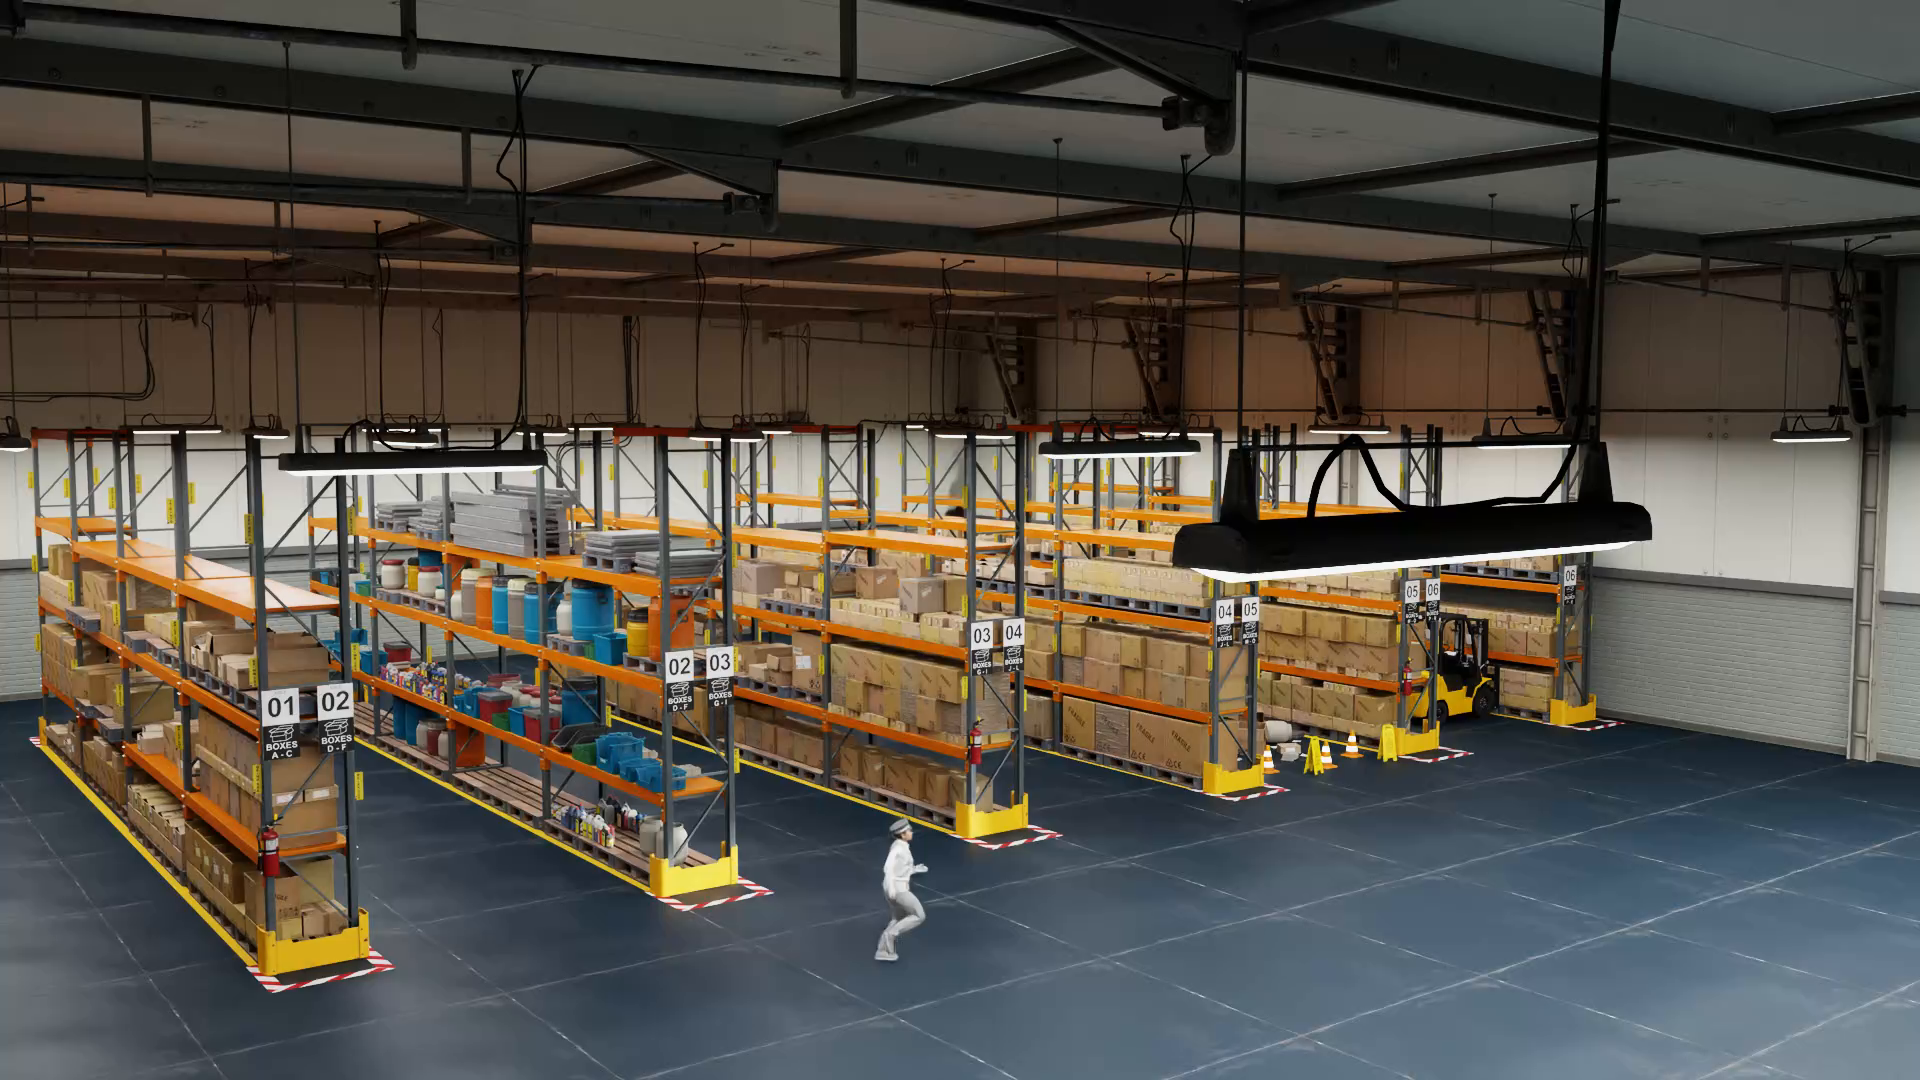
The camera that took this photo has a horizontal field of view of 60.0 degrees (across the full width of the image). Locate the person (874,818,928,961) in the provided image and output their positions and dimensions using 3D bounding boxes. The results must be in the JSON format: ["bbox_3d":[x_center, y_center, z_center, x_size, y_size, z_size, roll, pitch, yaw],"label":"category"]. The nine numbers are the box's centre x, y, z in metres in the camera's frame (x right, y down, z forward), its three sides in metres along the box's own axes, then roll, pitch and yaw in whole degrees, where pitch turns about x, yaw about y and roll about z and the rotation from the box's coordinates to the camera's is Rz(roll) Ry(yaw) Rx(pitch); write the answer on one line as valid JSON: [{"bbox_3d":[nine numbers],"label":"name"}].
[{"bbox_3d":[-0.675,4.002,19.060,0.636,1.630,0.606,-1,5,-13],"label":"person"}]

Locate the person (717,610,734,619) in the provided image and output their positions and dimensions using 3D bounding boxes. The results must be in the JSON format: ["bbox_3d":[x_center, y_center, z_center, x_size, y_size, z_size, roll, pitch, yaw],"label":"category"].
[{"bbox_3d":[-5.850,2.291,41.139,0.581,1.687,0.699,2,5,20],"label":"person"}]

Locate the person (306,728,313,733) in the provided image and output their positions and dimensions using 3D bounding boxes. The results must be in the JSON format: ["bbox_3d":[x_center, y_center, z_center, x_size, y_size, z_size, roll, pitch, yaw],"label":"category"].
[{"bbox_3d":[-12.590,3.072,31.895,0.642,1.612,0.976,-3,6,-36],"label":"person"}]
